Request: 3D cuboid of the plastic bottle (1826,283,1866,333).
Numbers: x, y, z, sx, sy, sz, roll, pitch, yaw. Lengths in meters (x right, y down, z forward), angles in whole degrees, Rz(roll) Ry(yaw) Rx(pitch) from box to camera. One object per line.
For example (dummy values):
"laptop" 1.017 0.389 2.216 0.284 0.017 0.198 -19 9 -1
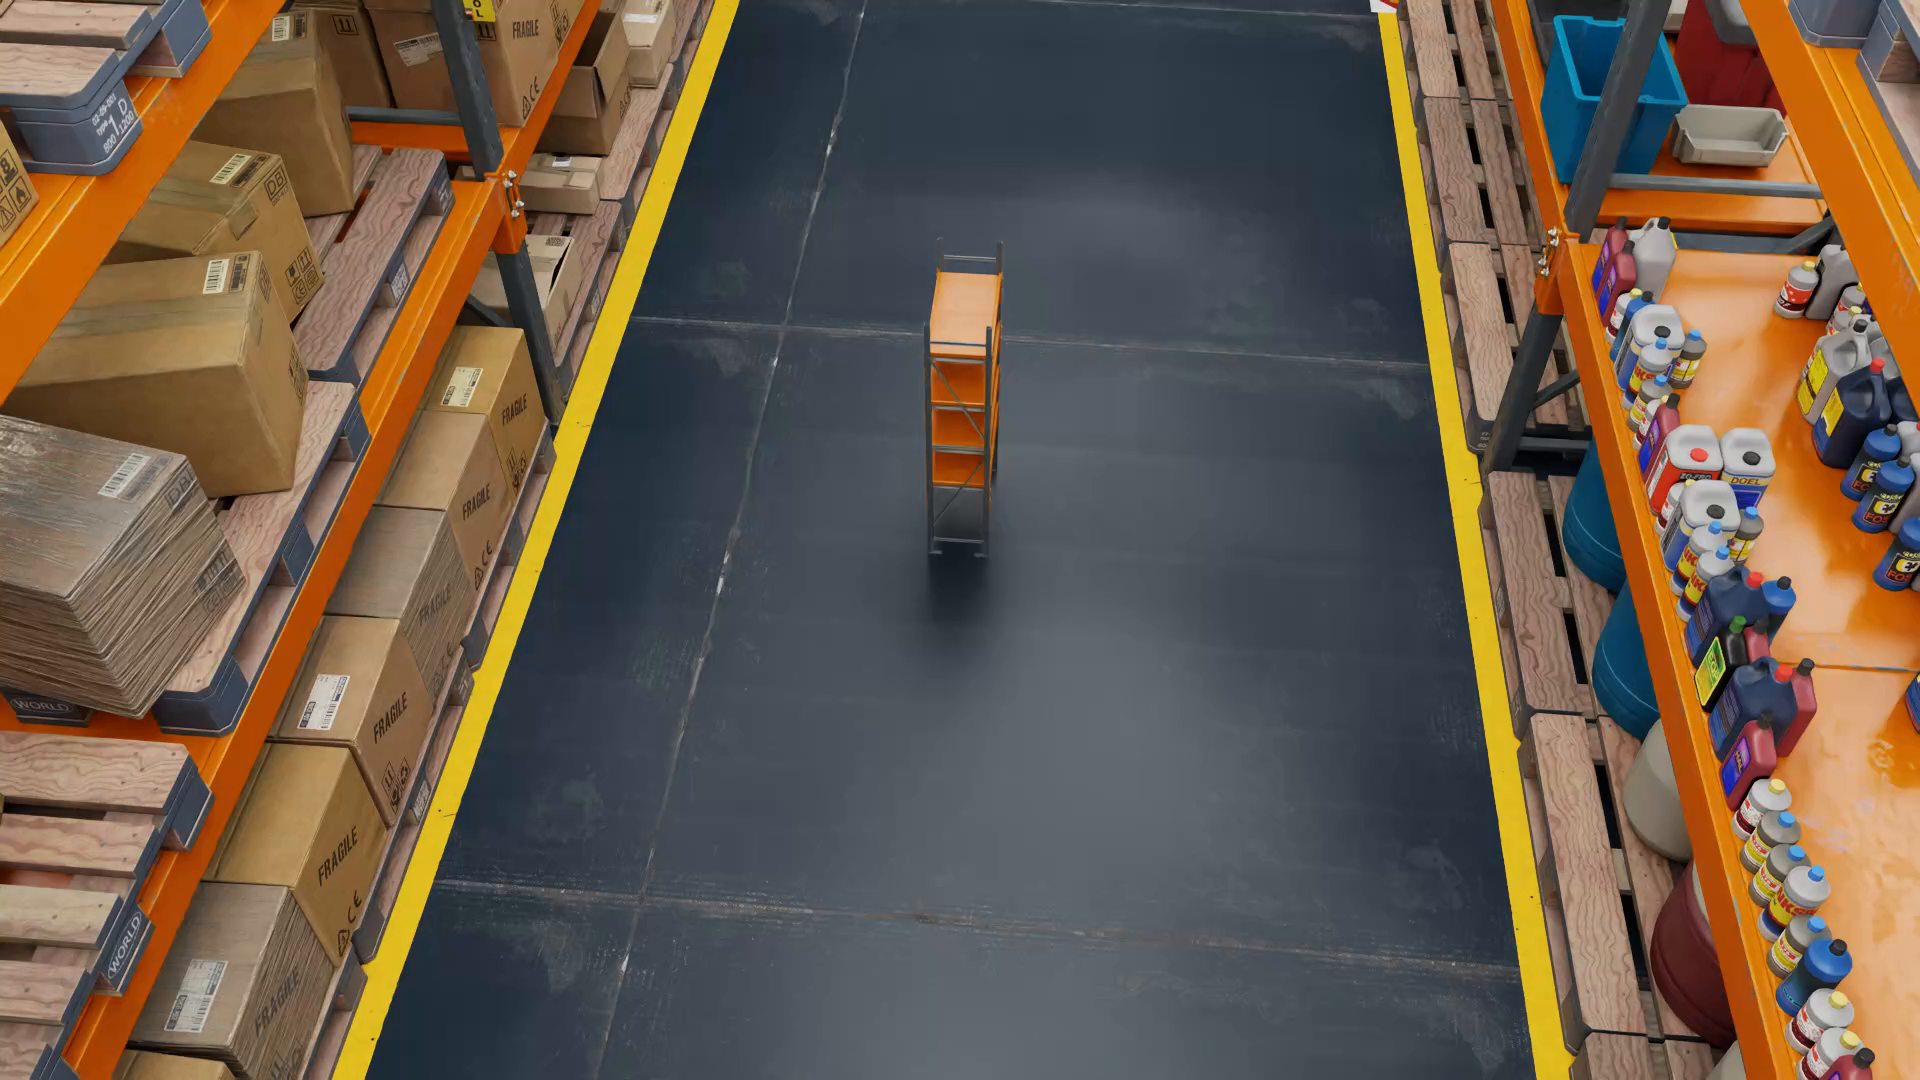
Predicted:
"plastic bottle" 3.000 -0.779 5.590 0.097 0.201 0.097 0 48 0

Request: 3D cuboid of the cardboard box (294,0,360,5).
"cardboard box" -2.447 -2.340 6.138 0.500 0.500 0.500 4 48 4

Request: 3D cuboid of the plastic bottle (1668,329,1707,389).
"plastic bottle" 2.368 -0.599 5.426 0.097 0.201 0.097 0 48 0

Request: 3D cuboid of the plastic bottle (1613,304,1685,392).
"plastic bottle" 2.242 -0.619 5.393 0.152 0.276 0.135 4 48 4

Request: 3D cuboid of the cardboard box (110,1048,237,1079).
"cardboard box" -2.274 1.739 4.548 0.500 0.500 0.500 6 48 5

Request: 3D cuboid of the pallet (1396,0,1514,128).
"pallet" 2.948 -2.639 9.047 1.003 0.211 1.213 4 48 4

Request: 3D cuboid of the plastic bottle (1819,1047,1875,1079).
"plastic bottle" 1.966 1.239 3.689 0.061 0.283 0.133 4 48 4

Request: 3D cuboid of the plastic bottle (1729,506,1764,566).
"plastic bottle" 2.296 -0.017 4.893 0.097 0.201 0.097 0 48 0

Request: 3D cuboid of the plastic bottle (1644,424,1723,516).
"plastic bottle" 2.191 -0.207 5.017 0.152 0.276 0.135 4 48 4

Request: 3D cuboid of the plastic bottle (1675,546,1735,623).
"plastic bottle" 2.123 0.120 4.721 0.097 0.271 0.097 0 48 0

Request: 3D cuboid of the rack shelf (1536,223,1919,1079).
"rack shelf" 2.515 0.468 4.802 1.077 0.370 4.000 4 48 4

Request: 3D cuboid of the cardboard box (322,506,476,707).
"cardboard box" -2.094 0.228 5.930 0.500 0.500 0.500 4 48 4

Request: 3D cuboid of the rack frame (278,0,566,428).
"rack frame" -2.235 -1.580 6.188 1.000 3.000 0.127 4 48 4

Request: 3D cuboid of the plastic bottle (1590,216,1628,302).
"plastic bottle" 2.239 -0.964 5.704 0.061 0.283 0.133 4 48 4

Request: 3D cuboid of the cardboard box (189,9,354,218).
"cardboard box" -2.501 -1.422 5.692 0.700 0.500 0.500 -11 48 -10

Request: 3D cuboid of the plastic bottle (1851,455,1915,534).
"plastic bottle" 2.766 -0.146 4.964 0.097 0.271 0.097 0 48 0

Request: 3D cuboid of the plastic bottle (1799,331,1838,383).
"plastic bottle" 2.824 -0.592 5.419 0.097 0.201 0.097 0 48 0

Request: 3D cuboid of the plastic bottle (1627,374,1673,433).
"plastic bottle" 2.196 -0.439 5.279 0.097 0.201 0.097 0 48 0

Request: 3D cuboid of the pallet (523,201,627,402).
"pallet" -2.172 -1.143 7.679 1.003 0.211 1.213 4 48 4

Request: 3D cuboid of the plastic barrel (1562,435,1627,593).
"plastic barrel" 2.631 -0.279 6.136 0.600 0.901 0.708 4 48 4

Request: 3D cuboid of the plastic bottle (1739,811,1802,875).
"plastic bottle" 2.048 0.754 4.188 0.097 0.201 0.097 0 48 0

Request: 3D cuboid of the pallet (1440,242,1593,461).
"pallet" 2.726 -0.846 7.407 1.003 0.211 1.213 4 48 4

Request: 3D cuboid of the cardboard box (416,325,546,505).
"cardboard box" -1.995 -0.503 6.599 0.500 0.500 0.500 4 48 3

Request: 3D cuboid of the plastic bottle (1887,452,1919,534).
"plastic bottle" 2.892 -0.153 4.967 0.152 0.276 0.135 4 48 4

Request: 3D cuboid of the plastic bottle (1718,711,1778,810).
"plastic bottle" 2.049 0.569 4.302 0.061 0.283 0.133 4 48 4

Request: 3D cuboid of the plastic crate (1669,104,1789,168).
"plastic crate" 2.882 -1.508 6.260 0.396 0.136 0.243 4 48 4

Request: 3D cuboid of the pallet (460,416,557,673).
"pallet" -2.272 -0.039 6.668 1.003 0.211 1.213 4 48 4

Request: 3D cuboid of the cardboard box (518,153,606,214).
"cardboard box" -1.913 -1.702 7.922 0.380 0.166 0.250 4 48 4

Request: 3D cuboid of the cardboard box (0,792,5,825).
"cardboard box" -2.654 0.714 3.738 0.700 0.500 0.500 -11 48 -10

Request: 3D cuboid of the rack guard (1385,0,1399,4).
"rack guard" 3.051 -3.358 9.509 1.175 0.500 0.348 4 48 4

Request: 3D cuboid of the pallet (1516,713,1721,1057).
"pallet" 2.477 1.160 5.572 1.003 0.211 1.213 4 48 4

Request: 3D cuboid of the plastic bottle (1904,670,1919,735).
"plastic bottle" 2.675 0.368 4.440 0.144 0.351 0.185 4 48 4

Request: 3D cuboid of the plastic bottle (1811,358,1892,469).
"plastic bottle" 2.779 -0.404 5.146 0.144 0.351 0.185 4 48 4

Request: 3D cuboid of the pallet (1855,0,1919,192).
"pallet" 2.623 -0.777 3.549 1.003 0.211 1.213 4 48 4

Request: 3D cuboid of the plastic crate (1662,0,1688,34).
"plastic crate" 3.020 -2.334 6.918 0.437 0.282 0.530 4 48 4

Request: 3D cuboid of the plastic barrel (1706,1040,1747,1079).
"plastic barrel" 2.323 1.612 4.671 0.421 0.512 0.421 0 48 0

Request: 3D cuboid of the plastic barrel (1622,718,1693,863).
"plastic barrel" 2.426 0.782 5.430 0.421 0.512 0.421 0 48 0

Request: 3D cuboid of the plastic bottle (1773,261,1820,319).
"plastic bottle" 2.857 -0.860 5.665 0.097 0.201 0.097 0 48 0

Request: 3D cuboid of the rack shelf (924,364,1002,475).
"rack shelf" 0.015 -0.481 6.494 0.258 0.148 0.480 4 48 4

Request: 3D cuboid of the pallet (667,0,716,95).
"pallet" -1.949 -2.936 9.319 1.003 0.211 1.213 4 48 4

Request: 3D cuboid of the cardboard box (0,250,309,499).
"cardboard box" -2.335 -0.453 4.805 0.700 0.500 0.500 -7 48 -6

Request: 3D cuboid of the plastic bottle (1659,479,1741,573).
"plastic bottle" 2.170 -0.037 4.861 0.152 0.276 0.135 4 48 4

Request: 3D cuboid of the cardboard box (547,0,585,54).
"cardboard box" -1.874 -2.346 6.821 0.500 0.500 0.500 5 48 4

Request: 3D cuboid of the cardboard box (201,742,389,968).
"cardboard box" -2.181 0.986 5.237 0.500 0.500 0.500 3 48 3

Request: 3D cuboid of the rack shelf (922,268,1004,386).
"rack shelf" 0.015 -0.792 6.154 0.258 0.148 0.480 4 48 4

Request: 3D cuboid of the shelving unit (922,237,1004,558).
"shelving unit" 0.015 -0.527 6.444 0.258 1.200 0.503 4 48 4

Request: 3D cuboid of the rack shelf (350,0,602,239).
"rack shelf" -2.053 -2.807 7.798 1.077 0.370 4.000 4 48 4

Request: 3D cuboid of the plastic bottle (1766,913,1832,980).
"plastic bottle" 2.021 0.969 3.992 0.097 0.201 0.097 0 48 0

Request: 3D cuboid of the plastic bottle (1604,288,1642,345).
"plastic bottle" 2.235 -0.752 5.566 0.097 0.201 0.097 0 48 0

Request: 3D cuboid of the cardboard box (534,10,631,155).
"cardboard box" -2.069 -2.267 8.210 0.797 0.503 0.637 4 48 4

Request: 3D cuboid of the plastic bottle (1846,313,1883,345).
"plastic bottle" 2.950 -0.622 5.397 0.152 0.276 0.135 4 48 4

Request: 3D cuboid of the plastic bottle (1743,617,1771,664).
"plastic bottle" 2.139 0.339 4.512 0.061 0.283 0.133 4 48 4

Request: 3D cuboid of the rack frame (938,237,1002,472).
"rack frame" 0.037 -0.706 6.608 0.240 1.200 0.015 4 48 4

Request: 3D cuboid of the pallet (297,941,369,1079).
"pallet" -2.494 1.754 5.028 1.003 0.211 1.213 4 48 4

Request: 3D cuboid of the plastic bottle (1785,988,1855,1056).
"plastic bottle" 2.003 1.112 3.861 0.097 0.201 0.097 0 48 0

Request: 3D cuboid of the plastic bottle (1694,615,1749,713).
"plastic bottle" 2.078 0.335 4.516 0.061 0.283 0.133 4 48 4

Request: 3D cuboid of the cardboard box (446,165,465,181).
"cardboard box" -2.466 -1.323 7.349 0.500 0.500 0.500 4 48 4

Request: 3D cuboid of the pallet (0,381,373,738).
"pallet" -2.427 -0.005 4.878 1.003 0.211 1.213 4 48 4

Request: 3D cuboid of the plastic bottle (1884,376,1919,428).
"plastic bottle" 2.923 -0.394 5.137 0.144 0.351 0.185 4 48 4

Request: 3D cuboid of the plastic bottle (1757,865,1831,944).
"plastic bottle" 2.030 0.873 4.032 0.097 0.271 0.097 0 48 0
